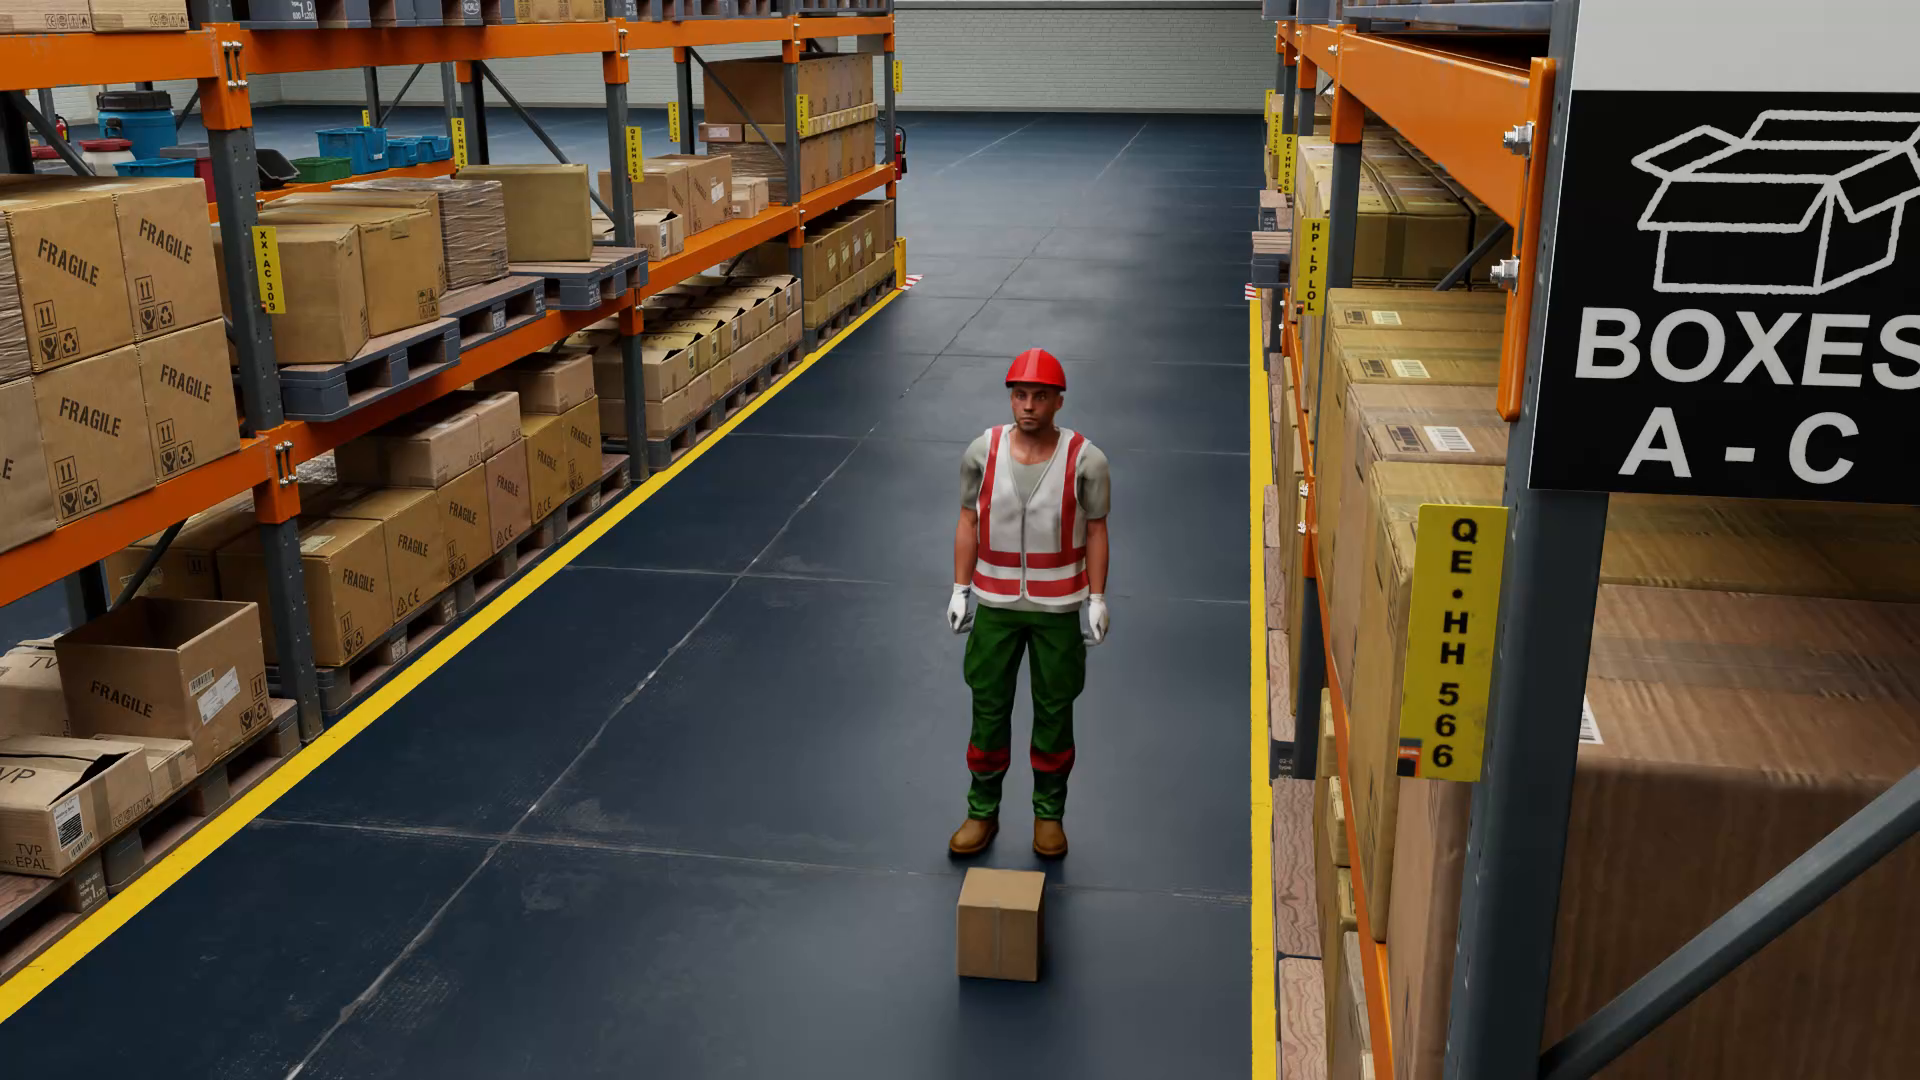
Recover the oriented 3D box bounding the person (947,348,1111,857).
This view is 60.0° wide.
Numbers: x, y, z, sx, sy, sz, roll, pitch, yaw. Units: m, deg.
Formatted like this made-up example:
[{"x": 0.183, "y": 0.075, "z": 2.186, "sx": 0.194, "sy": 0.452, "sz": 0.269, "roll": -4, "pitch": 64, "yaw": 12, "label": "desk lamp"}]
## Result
[{"x": 0.232, "y": 0.232, "z": 5.770, "sx": 0.572, "sy": 1.798, "sz": 0.401, "roll": 3, "pitch": 18, "yaw": 9, "label": "person"}]
